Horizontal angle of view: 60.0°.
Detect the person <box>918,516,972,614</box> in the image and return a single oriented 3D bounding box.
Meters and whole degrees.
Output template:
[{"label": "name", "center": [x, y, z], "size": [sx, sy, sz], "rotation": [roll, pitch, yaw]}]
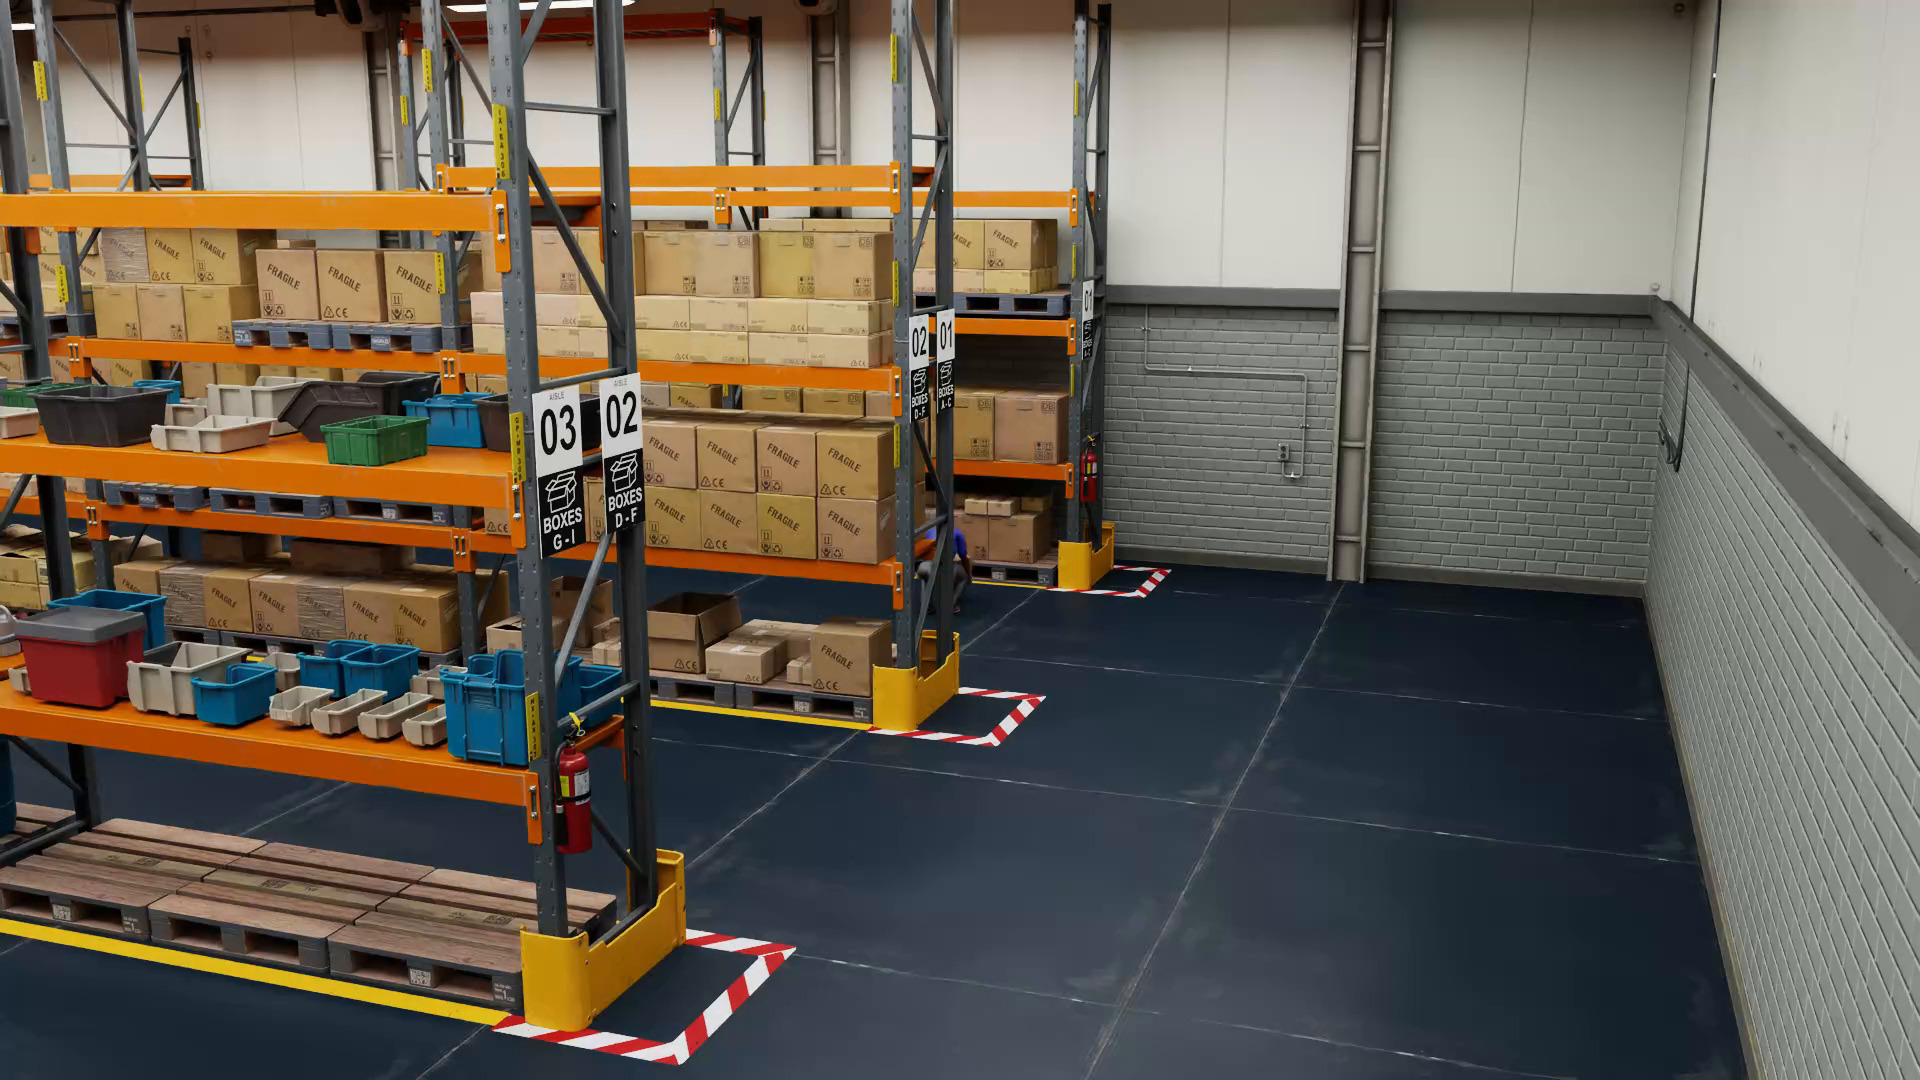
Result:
[{"label": "person", "center": [-0.156, 0.238, 16.616], "size": [0.459, 0.939, 0.860], "rotation": [4, 13, 17]}]
